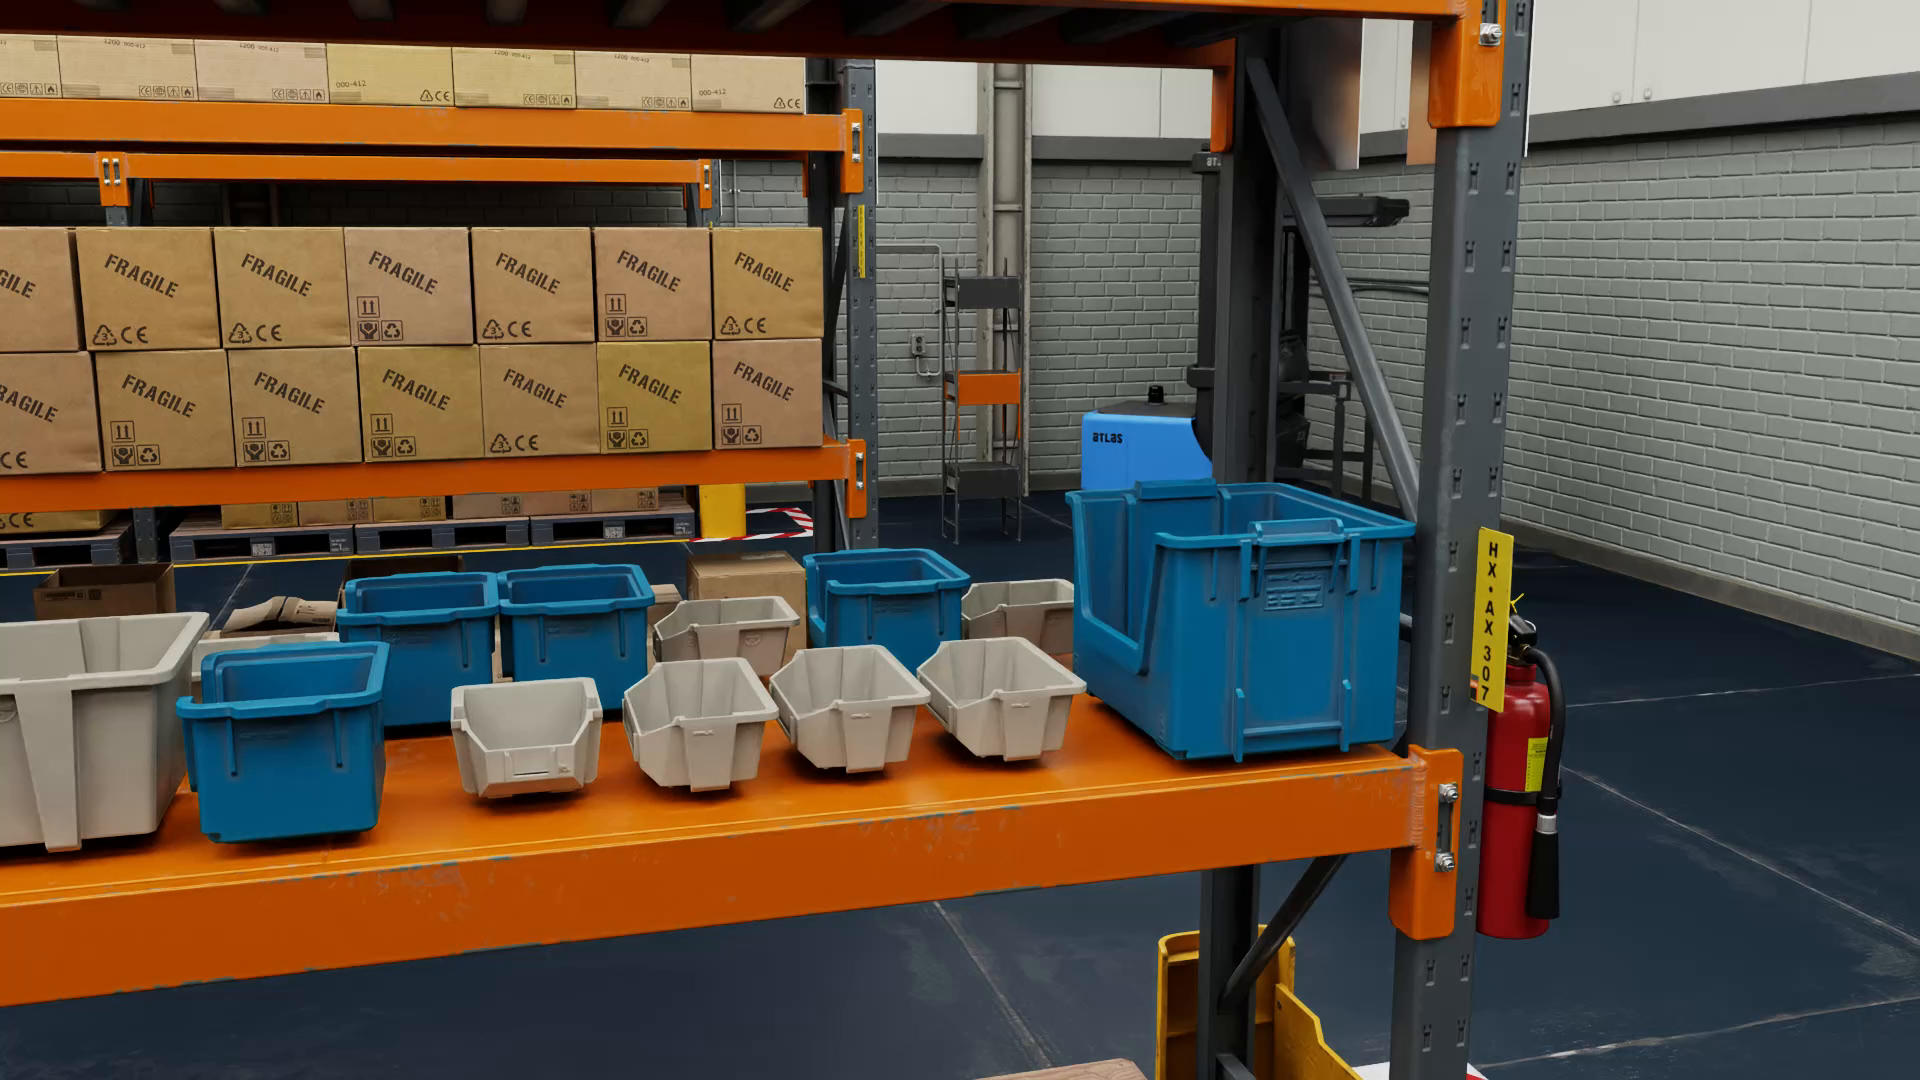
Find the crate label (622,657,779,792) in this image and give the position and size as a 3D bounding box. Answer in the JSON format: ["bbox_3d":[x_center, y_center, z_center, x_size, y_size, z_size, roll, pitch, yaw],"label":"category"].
[{"bbox_3d":[-0.478,0.333,3.013,0.243,0.136,0.396,-3,11,-16],"label":"crate label"}]

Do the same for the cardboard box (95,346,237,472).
[{"bbox_3d":[-3.368,-0.583,7.152,0.500,0.500,0.500,-3,11,-15],"label":"cardboard box"}]

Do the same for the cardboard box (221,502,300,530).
[{"bbox_3d":[-5.066,-0.387,12.108,0.500,0.500,0.700,-3,11,-15],"label":"cardboard box"}]

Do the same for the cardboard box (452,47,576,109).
[{"bbox_3d":[-1.963,-2.010,7.309,0.500,0.250,0.500,-3,11,-16],"label":"cardboard box"}]

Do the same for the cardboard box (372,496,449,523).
[{"bbox_3d":[-4.089,-0.437,12.382,0.500,0.500,0.700,-3,11,-15],"label":"cardboard box"}]

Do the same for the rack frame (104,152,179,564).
[{"bbox_3d":[-5.813,-1.390,11.811,0.127,3.000,1.000,-3,11,-16],"label":"rack frame"}]

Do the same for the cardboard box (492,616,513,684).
[{"bbox_3d":[-1.958,0.518,7.828,0.500,0.250,0.500,-3,11,-16],"label":"cardboard box"}]

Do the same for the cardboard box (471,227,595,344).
[{"bbox_3d":[-1.916,-1.149,7.465,0.500,0.500,0.500,-3,11,-14],"label":"cardboard box"}]

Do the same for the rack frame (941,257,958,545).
[{"bbox_3d":[-0.075,-1.029,12.335,0.015,2.100,0.400,-3,11,-16],"label":"rack frame"}]

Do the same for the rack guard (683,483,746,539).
[{"bbox_3d":[-1.949,-0.364,13.143,0.348,0.500,1.175,-3,11,-16],"label":"rack guard"}]

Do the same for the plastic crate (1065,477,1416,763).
[{"bbox_3d":[0.528,0.133,3.278,0.499,0.435,0.616,-3,11,-16],"label":"plastic crate"}]

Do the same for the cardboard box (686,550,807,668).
[{"bbox_3d":[-1.037,0.352,8.038,0.500,0.500,0.500,-3,11,-16],"label":"cardboard box"}]

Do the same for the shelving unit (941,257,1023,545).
[{"bbox_3d":[0.159,-1.041,12.402,0.503,2.100,0.431,-3,11,-16],"label":"shelving unit"}]

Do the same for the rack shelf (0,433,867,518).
[{"bbox_3d":[-2.504,-0.276,7.749,4.000,0.370,1.077,-3,11,-16],"label":"rack shelf"}]

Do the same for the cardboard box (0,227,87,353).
[{"bbox_3d":[-3.893,-1.045,6.898,0.500,0.500,0.500,-3,11,-14],"label":"cardboard box"}]

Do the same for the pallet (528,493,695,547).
[{"bbox_3d":[-2.718,-0.167,12.869,1.213,0.211,1.003,-3,11,-16],"label":"pallet"}]

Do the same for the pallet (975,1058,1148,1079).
[{"bbox_3d":[-0.006,1.536,3.618,1.213,0.211,1.003,-3,11,-16],"label":"pallet"}]

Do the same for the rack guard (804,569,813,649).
[{"bbox_3d":[-0.657,0.502,8.439,0.348,0.500,1.175,-3,11,-16],"label":"rack guard"}]

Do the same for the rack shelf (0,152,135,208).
[{"bbox_3d":[-7.733,-2.410,11.054,4.000,0.370,1.077,-3,11,-16],"label":"rack shelf"}]

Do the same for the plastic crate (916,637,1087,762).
[{"bbox_3d":[0.065,0.303,3.179,0.243,0.136,0.396,-3,11,-16],"label":"plastic crate"}]

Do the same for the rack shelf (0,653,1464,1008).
[{"bbox_3d":[-1.123,0.585,3.071,4.000,0.370,1.077,-3,11,-16],"label":"rack shelf"}]

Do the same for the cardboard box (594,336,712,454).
[{"bbox_3d":[-1.435,-0.684,7.698,0.500,0.500,0.500,-3,11,-15],"label":"cardboard box"}]

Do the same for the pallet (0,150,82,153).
[{"bbox_3d":[-6.679,-2.716,11.258,1.217,0.209,0.805,-3,11,-18],"label":"pallet"}]

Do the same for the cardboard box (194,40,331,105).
[{"bbox_3d":[-2.927,-1.961,7.046,0.500,0.250,0.500,-3,11,-16],"label":"cardboard box"}]

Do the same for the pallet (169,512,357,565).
[{"bbox_3d":[-5.061,-0.043,12.198,1.213,0.211,1.003,-3,11,-16],"label":"pallet"}]

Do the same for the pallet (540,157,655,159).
[{"bbox_3d":[-2.681,-2.984,12.433,1.213,0.211,1.003,-3,11,-16],"label":"pallet"}]

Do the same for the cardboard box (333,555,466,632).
[{"bbox_3d":[-2.622,0.387,7.842,0.637,0.503,0.797,-3,11,-16],"label":"cardboard box"}]

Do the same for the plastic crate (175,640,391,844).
[{"bbox_3d":[-1.103,0.331,2.758,0.300,0.233,0.416,-3,11,-16],"label":"plastic crate"}]

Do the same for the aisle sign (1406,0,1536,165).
[{"bbox_3d":[0.948,-1.101,3.063,0.004,0.787,0.394,-3,11,-16],"label":"aisle sign"}]

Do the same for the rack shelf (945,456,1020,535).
[{"bbox_3d":[0.159,-0.339,12.531,0.480,0.518,0.431,-3,11,-16],"label":"rack shelf"}]

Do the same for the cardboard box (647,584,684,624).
[{"bbox_3d":[-1.665,0.408,8.424,0.500,0.250,0.500,-3,11,-16],"label":"cardboard box"}]

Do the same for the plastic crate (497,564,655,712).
[{"bbox_3d":[-0.796,0.205,3.446,0.300,0.233,0.416,-3,11,-16],"label":"plastic crate"}]

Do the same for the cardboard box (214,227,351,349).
[{"bbox_3d":[-2.904,-1.097,7.181,0.500,0.500,0.500,-3,11,-18],"label":"cardboard box"}]

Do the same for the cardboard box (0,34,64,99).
[{"bbox_3d":[-3.888,-1.912,6.776,0.500,0.250,0.500,-3,11,-16],"label":"cardboard box"}]

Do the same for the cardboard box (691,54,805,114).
[{"bbox_3d":[-1.003,-2.061,7.585,0.500,0.250,0.500,-3,11,-16],"label":"cardboard box"}]

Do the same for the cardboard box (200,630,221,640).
[{"bbox_3d":[-3.613,0.549,7.937,0.250,0.149,0.380,-3,11,-16],"label":"cardboard box"}]

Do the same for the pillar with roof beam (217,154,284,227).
[{"bbox_3d":[-4.179,-3.778,8.212,0.400,9.000,9.100,-3,11,-16],"label":"pillar with roof beam"}]

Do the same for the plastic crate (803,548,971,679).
[{"bbox_3d":[-0.164,0.171,3.627,0.300,0.233,0.416,-3,11,-16],"label":"plastic crate"}]

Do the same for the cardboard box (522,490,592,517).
[{"bbox_3d":[-3.097,-0.491,12.674,0.500,0.500,0.700,-3,11,-16],"label":"cardboard box"}]

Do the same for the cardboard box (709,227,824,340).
[{"bbox_3d":[-0.934,-1.202,7.752,0.500,0.500,0.500,-3,11,-16],"label":"cardboard box"}]

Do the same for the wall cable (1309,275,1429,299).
[{"bbox_3d":[3.558,-3.240,13.865,0.112,2.526,3.097,-3,11,-16],"label":"wall cable"}]

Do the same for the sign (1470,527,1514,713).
[{"bbox_3d":[0.966,0.145,3.025,0.005,0.325,0.100,-3,11,-16],"label":"sign"}]

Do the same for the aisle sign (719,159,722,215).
[{"bbox_3d":[-1.819,-2.822,12.411,0.004,0.787,0.394,-3,11,-16],"label":"aisle sign"}]

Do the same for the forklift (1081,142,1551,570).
[{"bbox_3d":[2.376,-1.213,11.043,3.031,2.935,1.130,5,11,24],"label":"forklift"}]

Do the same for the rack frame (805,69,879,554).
[{"bbox_3d":[-0.584,-0.731,8.234,0.127,3.000,1.000,-3,11,-16],"label":"rack frame"}]

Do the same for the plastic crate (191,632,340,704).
[{"bbox_3d":[-1.456,0.292,3.237,0.466,0.136,0.293,-3,11,-16],"label":"plastic crate"}]

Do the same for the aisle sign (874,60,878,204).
[{"bbox_3d":[-0.433,-1.960,7.728,0.004,0.787,0.394,-3,11,-16],"label":"aisle sign"}]

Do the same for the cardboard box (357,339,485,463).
[{"bbox_3d":[-2.399,-0.634,7.428,0.500,0.500,0.500,-3,11,-17],"label":"cardboard box"}]
